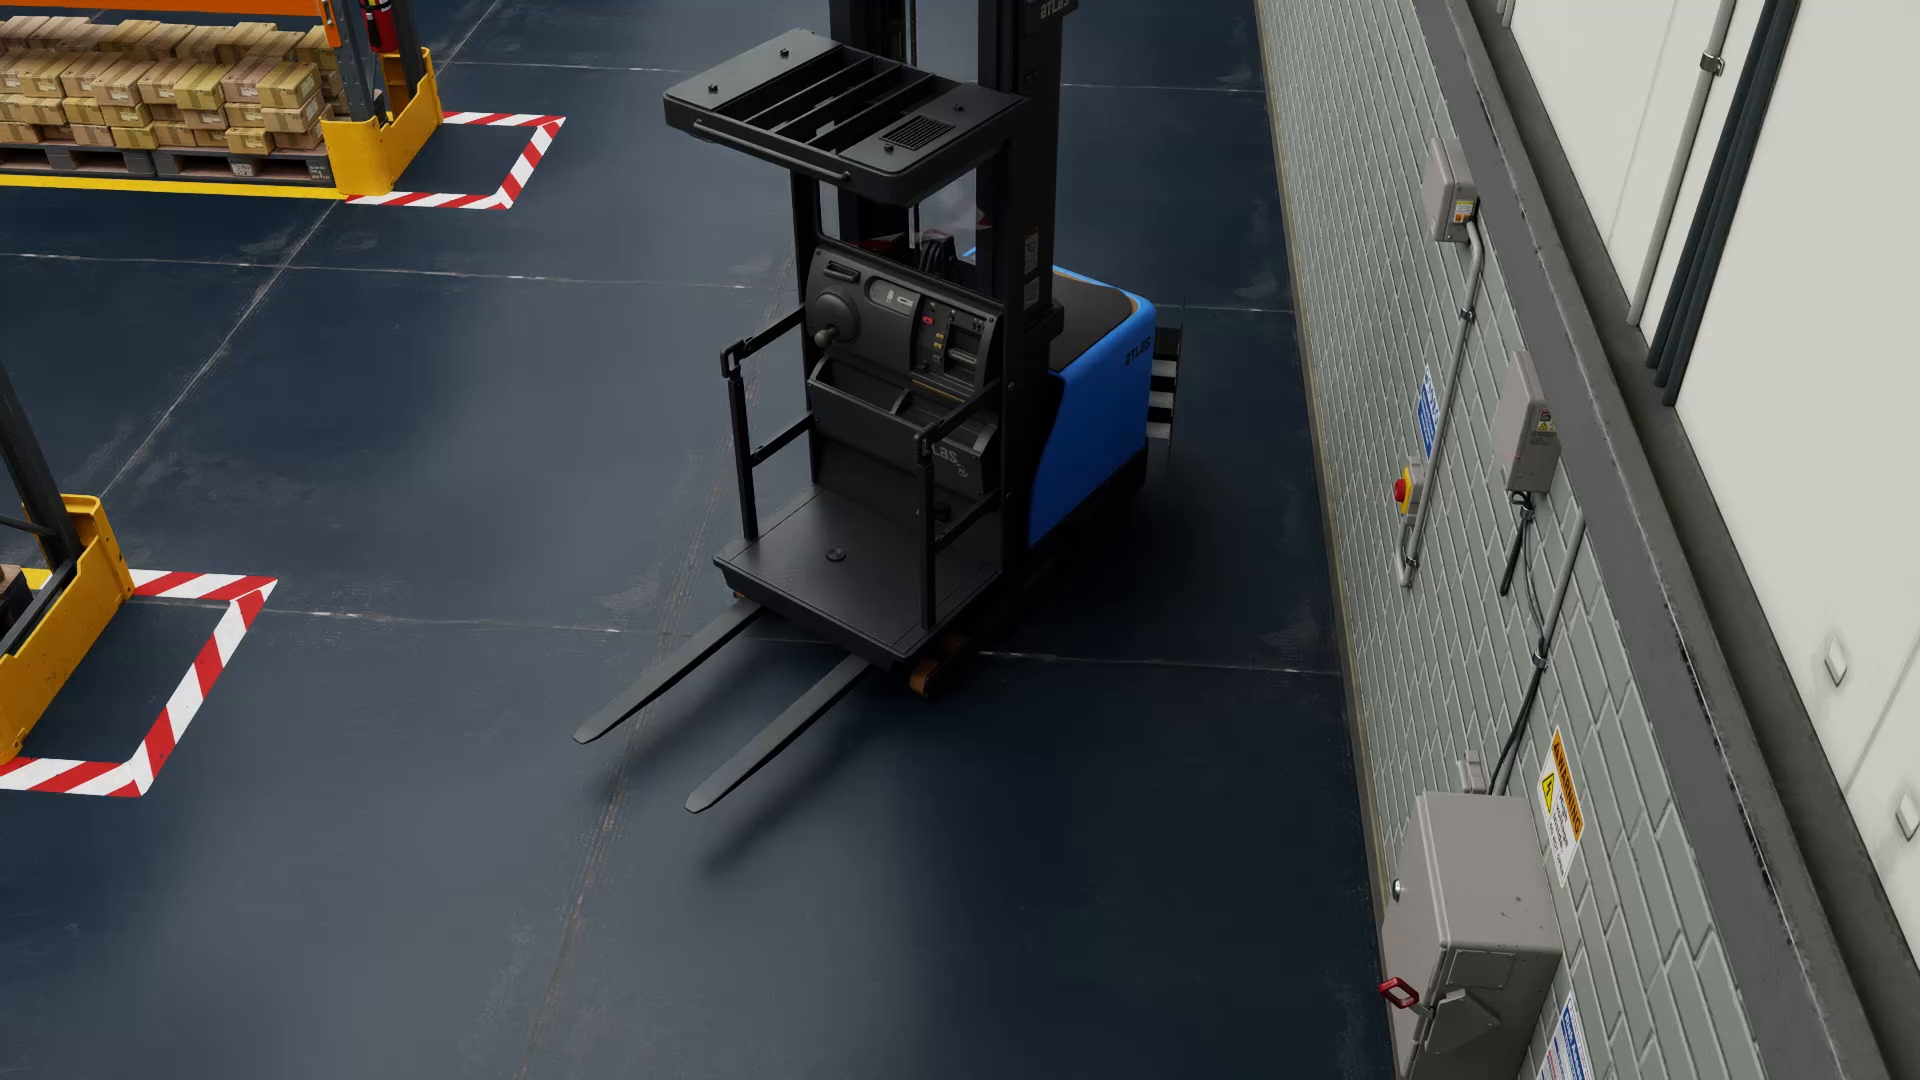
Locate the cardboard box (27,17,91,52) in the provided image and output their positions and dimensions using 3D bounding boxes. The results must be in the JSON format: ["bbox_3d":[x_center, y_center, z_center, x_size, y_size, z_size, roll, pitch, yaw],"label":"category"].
[{"bbox_3d":[-6.006,-3.354,11.119,0.250,0.149,0.380,2,39,2],"label":"cardboard box"}]

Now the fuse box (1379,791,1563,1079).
[{"bbox_3d":[1.264,1.496,4.727,0.414,1.711,0.539,3,39,4],"label":"fuse box"}]

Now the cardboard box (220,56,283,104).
[{"bbox_3d":[-4.498,-2.936,10.605,0.250,0.149,0.380,4,39,5],"label":"cardboard box"}]

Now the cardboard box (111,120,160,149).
[{"bbox_3d":[-5.273,-2.682,10.765,0.250,0.149,0.380,1,39,2],"label":"cardboard box"}]

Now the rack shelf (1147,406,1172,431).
[{"bbox_3d":[0.951,-0.651,8.202,0.200,0.077,0.258,6,40,7],"label":"rack shelf"}]

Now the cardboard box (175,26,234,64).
[{"bbox_3d":[-4.975,-3.254,10.996,0.250,0.149,0.380,1,39,2],"label":"cardboard box"}]

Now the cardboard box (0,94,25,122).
[{"bbox_3d":[-6.062,-2.850,10.736,0.250,0.149,0.380,3,39,3],"label":"cardboard box"}]

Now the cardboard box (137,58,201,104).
[{"bbox_3d":[-5.019,-2.924,10.591,0.250,0.149,0.380,2,39,2],"label":"cardboard box"}]

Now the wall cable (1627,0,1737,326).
[{"bbox_3d":[1.594,-2.331,3.656,0.029,3.000,2.355,3,39,4],"label":"wall cable"}]

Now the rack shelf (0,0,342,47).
[{"bbox_3d":[-5.696,-3.558,10.486,4.000,0.370,1.077,3,39,4],"label":"rack shelf"}]

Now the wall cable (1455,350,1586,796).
[{"bbox_3d":[1.479,0.181,4.517,0.122,1.984,0.588,3,39,4],"label":"wall cable"}]

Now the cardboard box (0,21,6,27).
[{"bbox_3d":[-6.553,-3.317,11.074,0.250,0.149,0.380,4,39,5],"label":"cardboard box"}]

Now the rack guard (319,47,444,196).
[{"bbox_3d":[-3.779,-2.763,10.919,0.348,0.500,1.175,3,39,4],"label":"rack guard"}]

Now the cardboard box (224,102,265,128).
[{"bbox_3d":[-4.509,-2.798,10.672,0.250,0.149,0.380,2,39,3],"label":"cardboard box"}]

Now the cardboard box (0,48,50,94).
[{"bbox_3d":[-6.050,-3.022,10.711,0.250,0.149,0.380,2,39,2],"label":"cardboard box"}]

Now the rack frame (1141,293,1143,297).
[{"bbox_3d":[0.851,-0.757,8.138,0.006,0.900,0.240,6,40,7],"label":"rack frame"}]

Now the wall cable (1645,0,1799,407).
[{"bbox_3d":[1.316,-0.595,1.494,0.133,3.039,2.988,3,39,4],"label":"wall cable"}]

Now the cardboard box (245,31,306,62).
[{"bbox_3d":[-4.481,-3.198,10.928,0.250,0.149,0.380,4,39,5],"label":"cardboard box"}]

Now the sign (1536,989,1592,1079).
[{"bbox_3d":[1.427,1.355,3.955,0.001,0.494,0.329,3,39,4],"label":"sign"}]

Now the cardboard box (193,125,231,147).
[{"bbox_3d":[-4.766,-2.702,10.790,0.250,0.149,0.380,3,39,4],"label":"cardboard box"}]

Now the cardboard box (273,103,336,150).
[{"bbox_3d":[-4.246,-2.683,10.766,0.250,0.149,0.380,4,39,5],"label":"cardboard box"}]

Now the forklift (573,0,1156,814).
[{"bbox_3d":[-0.371,-0.821,6.607,1.130,2.935,3.031,25,45,27],"label":"forklift"}]

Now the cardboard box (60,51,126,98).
[{"bbox_3d":[-5.545,-2.987,10.669,0.250,0.149,0.380,2,39,2],"label":"cardboard box"}]

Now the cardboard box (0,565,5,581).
[{"bbox_3d":[-4.696,0.248,6.937,0.875,0.438,0.875,2,39,2],"label":"cardboard box"}]

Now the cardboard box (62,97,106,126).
[{"bbox_3d":[-5.542,-2.823,10.703,0.250,0.149,0.380,5,39,6],"label":"cardboard box"}]

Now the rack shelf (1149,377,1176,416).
[{"bbox_3d":[0.951,-0.720,8.146,0.200,0.077,0.258,6,40,7],"label":"rack shelf"}]

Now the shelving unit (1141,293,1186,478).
[{"bbox_3d":[0.951,-0.746,8.125,0.210,0.900,0.258,6,40,7],"label":"shelving unit"}]

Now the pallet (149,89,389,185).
[{"bbox_3d":[-4.585,-2.718,11.092,1.213,0.211,1.003,3,39,4],"label":"pallet"}]

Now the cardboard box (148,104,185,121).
[{"bbox_3d":[-5.030,-2.857,10.744,0.250,0.149,0.380,3,39,3],"label":"cardboard box"}]

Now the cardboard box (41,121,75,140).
[{"bbox_3d":[-5.789,-2.770,10.873,0.250,0.149,0.380,4,39,5],"label":"cardboard box"}]

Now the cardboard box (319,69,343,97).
[{"bbox_3d":[-4.203,-3.091,11.032,0.250,0.149,0.380,5,39,6],"label":"cardboard box"}]

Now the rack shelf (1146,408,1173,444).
[{"bbox_3d":[0.951,-0.581,8.259,0.200,0.077,0.258,6,40,7],"label":"rack shelf"}]

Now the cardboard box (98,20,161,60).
[{"bbox_3d":[-5.509,-3.318,11.075,0.250,0.149,0.380,4,39,5],"label":"cardboard box"}]

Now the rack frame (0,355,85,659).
[{"bbox_3d":[-4.030,-0.610,6.293,0.127,3.000,1.000,3,39,4],"label":"rack frame"}]
